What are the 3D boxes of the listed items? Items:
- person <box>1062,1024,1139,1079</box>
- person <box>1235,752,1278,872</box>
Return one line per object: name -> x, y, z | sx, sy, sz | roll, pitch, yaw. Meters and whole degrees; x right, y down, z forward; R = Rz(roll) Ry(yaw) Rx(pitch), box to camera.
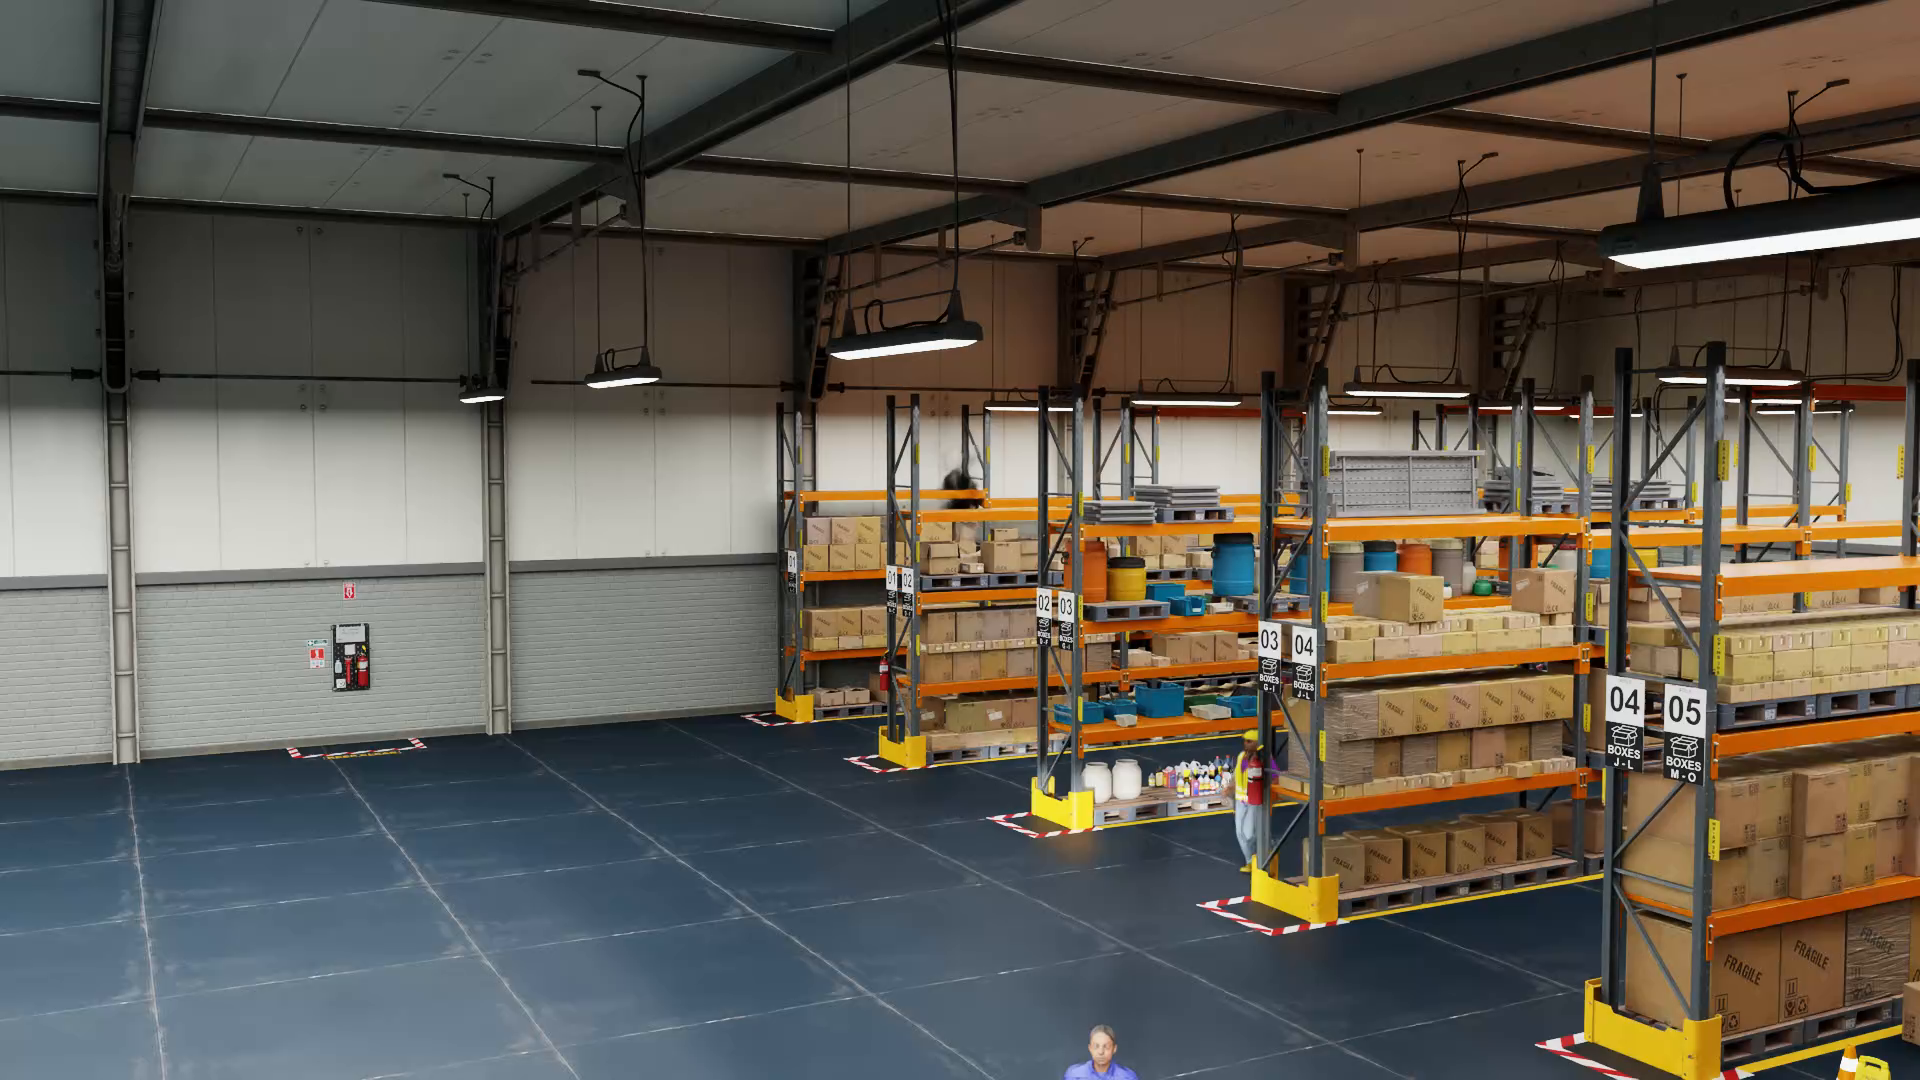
person -> 0.853, 3.757, 10.182 | 0.578, 1.529, 0.500 | 0, 3, 7
person -> 3.576, 3.281, 20.196 | 0.495, 1.474, 0.671 | -2, 4, -37
